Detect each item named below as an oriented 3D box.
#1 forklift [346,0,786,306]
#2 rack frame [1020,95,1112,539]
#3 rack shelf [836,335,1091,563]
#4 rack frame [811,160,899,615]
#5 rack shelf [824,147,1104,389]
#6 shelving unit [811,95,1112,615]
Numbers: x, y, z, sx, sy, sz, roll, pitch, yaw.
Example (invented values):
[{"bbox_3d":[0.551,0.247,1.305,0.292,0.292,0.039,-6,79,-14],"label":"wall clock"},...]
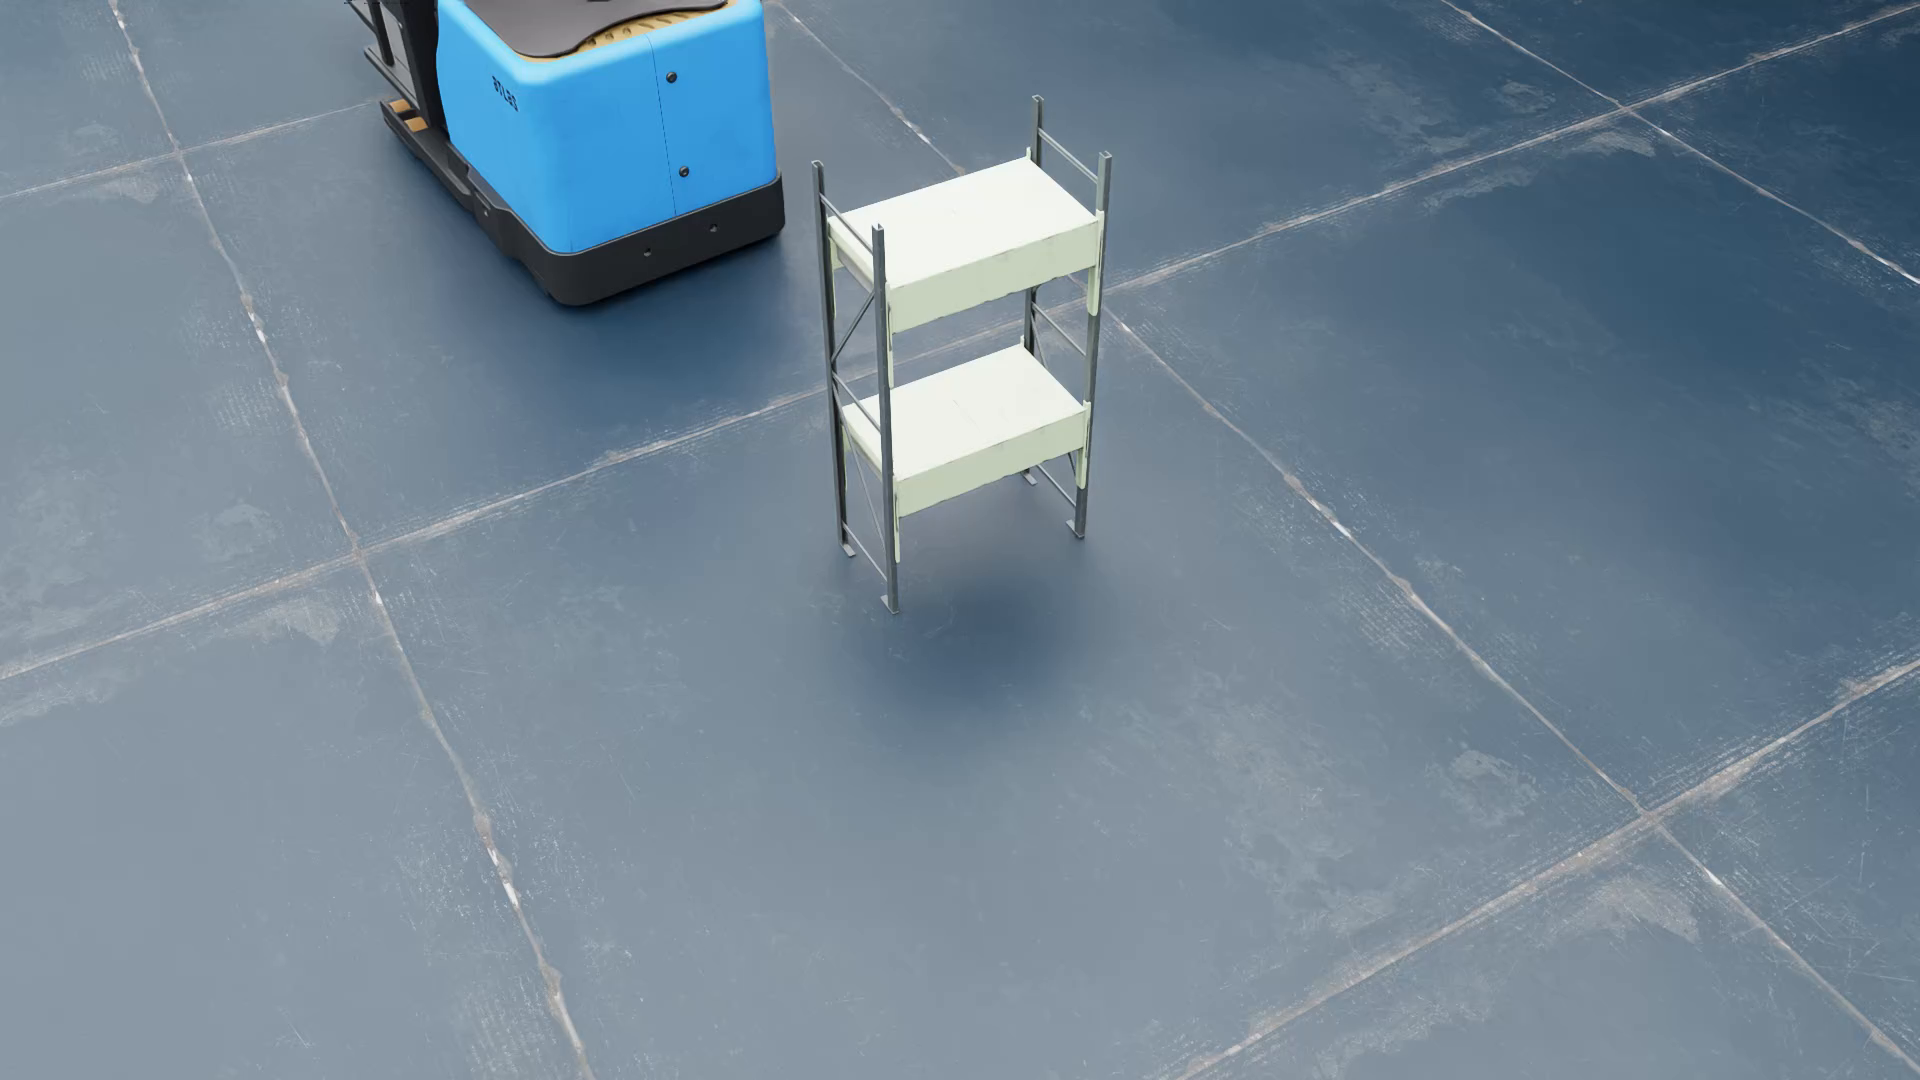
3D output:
[{"bbox_3d":[-1.995,-2.974,6.710,1.130,2.935,3.031,-26,50,-24],"label":"forklift"},{"bbox_3d":[0.323,-0.668,5.361,0.023,1.500,0.400,-22,48,-21],"label":"rack frame"},{"bbox_3d":[0.006,-0.307,5.457,0.720,0.370,0.431,-22,48,-21],"label":"rack shelf"},{"bbox_3d":[-0.312,-0.414,5.099,0.023,1.500,0.400,-22,48,-21],"label":"rack frame"},{"bbox_3d":[0.006,-0.821,4.958,0.720,0.370,0.431,-22,48,-21],"label":"rack shelf"},{"bbox_3d":[0.006,-0.541,5.230,0.755,1.500,0.431,-22,48,-21],"label":"shelving unit"}]
